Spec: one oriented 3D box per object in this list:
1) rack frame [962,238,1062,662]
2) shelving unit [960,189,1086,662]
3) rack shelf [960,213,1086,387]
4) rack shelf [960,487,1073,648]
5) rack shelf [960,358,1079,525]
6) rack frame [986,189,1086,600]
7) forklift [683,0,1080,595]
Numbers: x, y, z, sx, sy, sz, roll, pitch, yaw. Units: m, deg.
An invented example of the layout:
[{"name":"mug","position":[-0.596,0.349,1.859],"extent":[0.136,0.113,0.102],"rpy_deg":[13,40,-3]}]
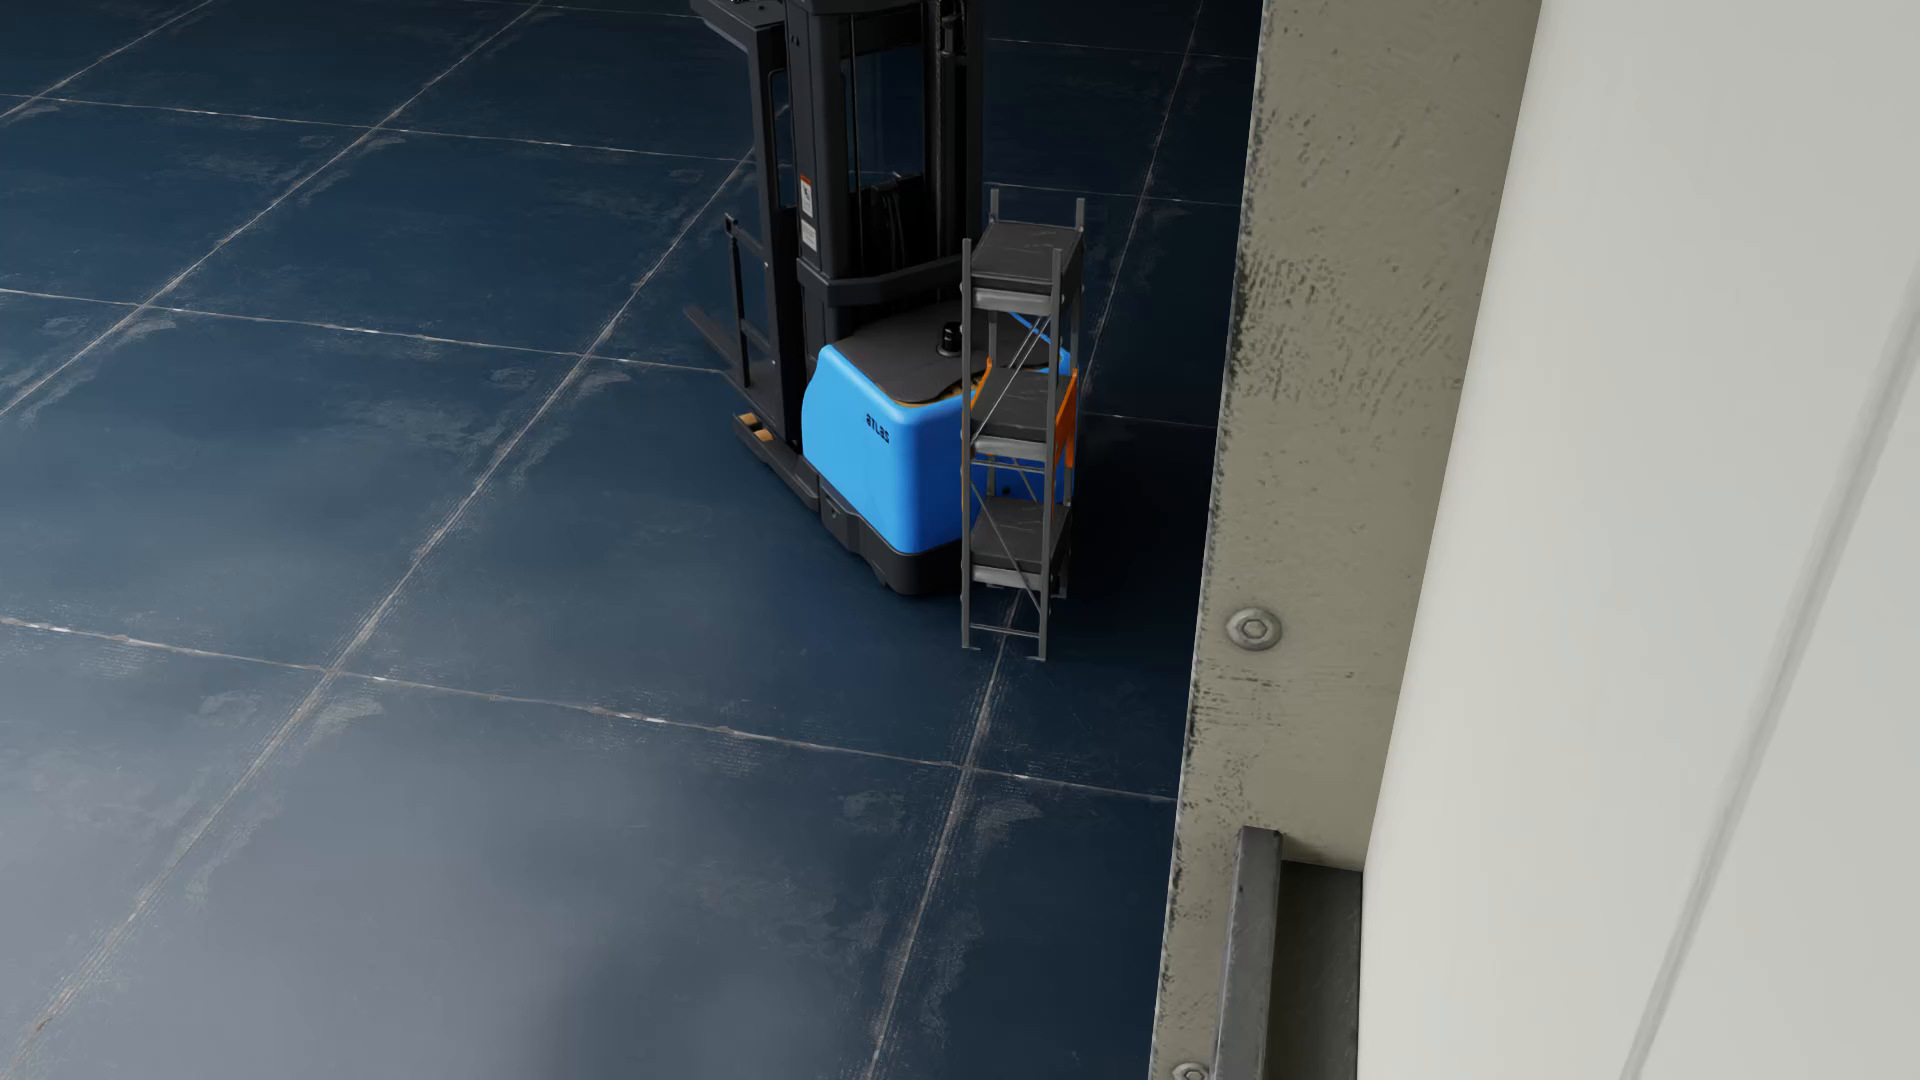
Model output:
[{"name":"rack frame","position":[0.206,-0.314,7.164],"extent":[0.400,2.100,0.015],"rpy_deg":[8,37,11]},{"name":"shelving unit","position":[0.265,-0.453,7.355],"extent":[0.431,2.100,0.503],"rpy_deg":[8,37,11]},{"name":"rack shelf","position":[0.265,-1.008,6.953],"extent":[0.431,0.518,0.480],"rpy_deg":[8,37,11]},{"name":"rack shelf","position":[0.265,0.125,7.774],"extent":[0.431,0.518,0.480],"rpy_deg":[8,37,11]},{"name":"rack shelf","position":[0.265,-0.442,7.363],"extent":[0.431,0.518,0.480],"rpy_deg":[8,37,11]},{"name":"rack frame","position":[0.325,-0.591,7.547],"extent":[0.400,2.100,0.015],"rpy_deg":[8,37,11]},{"name":"forklift","position":[-0.609,-1.757,8.447],"extent":[1.130,2.935,3.031],"rpy_deg":[-20,40,-25]}]
